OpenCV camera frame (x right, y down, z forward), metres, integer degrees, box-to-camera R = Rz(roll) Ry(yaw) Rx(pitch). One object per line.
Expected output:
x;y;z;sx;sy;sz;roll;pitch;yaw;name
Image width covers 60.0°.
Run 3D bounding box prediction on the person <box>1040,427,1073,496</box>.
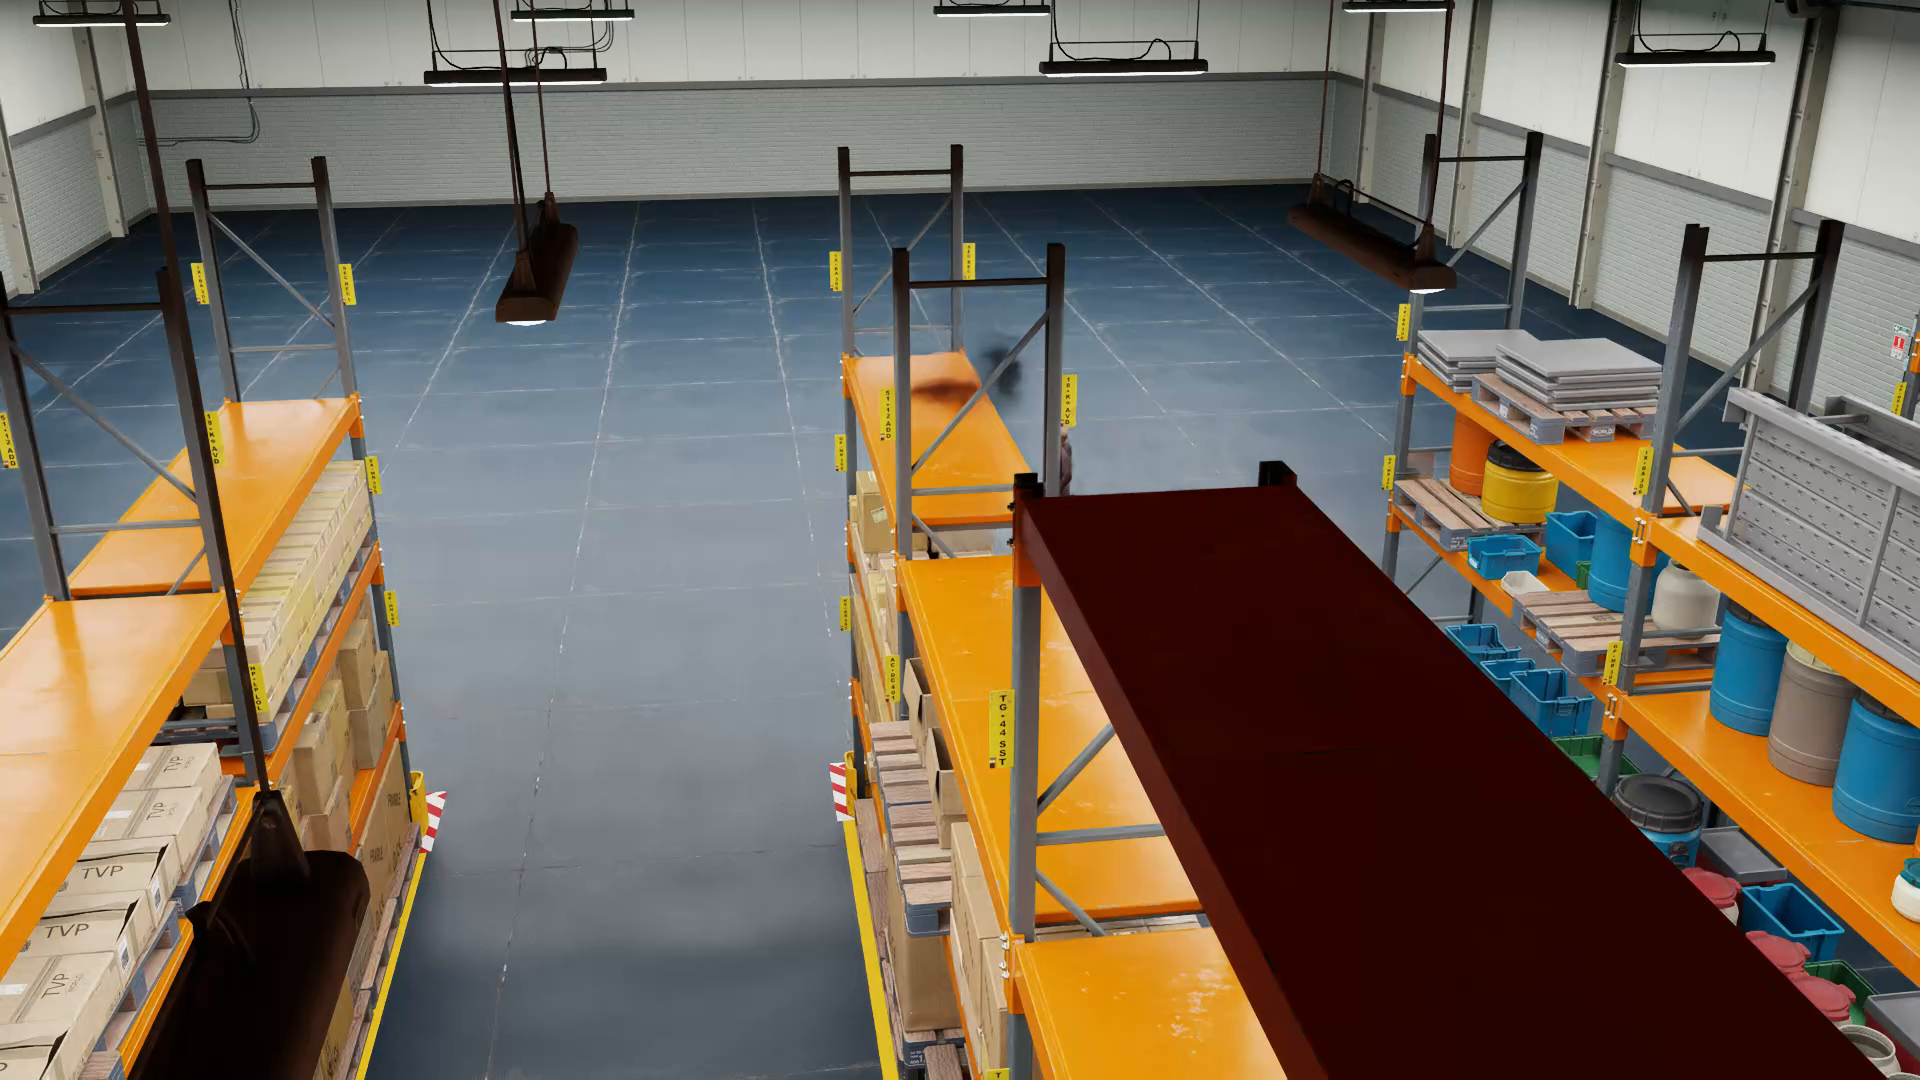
1.272;-0.595;20.794;0.833;1.760;0.718;4;22;11;person
